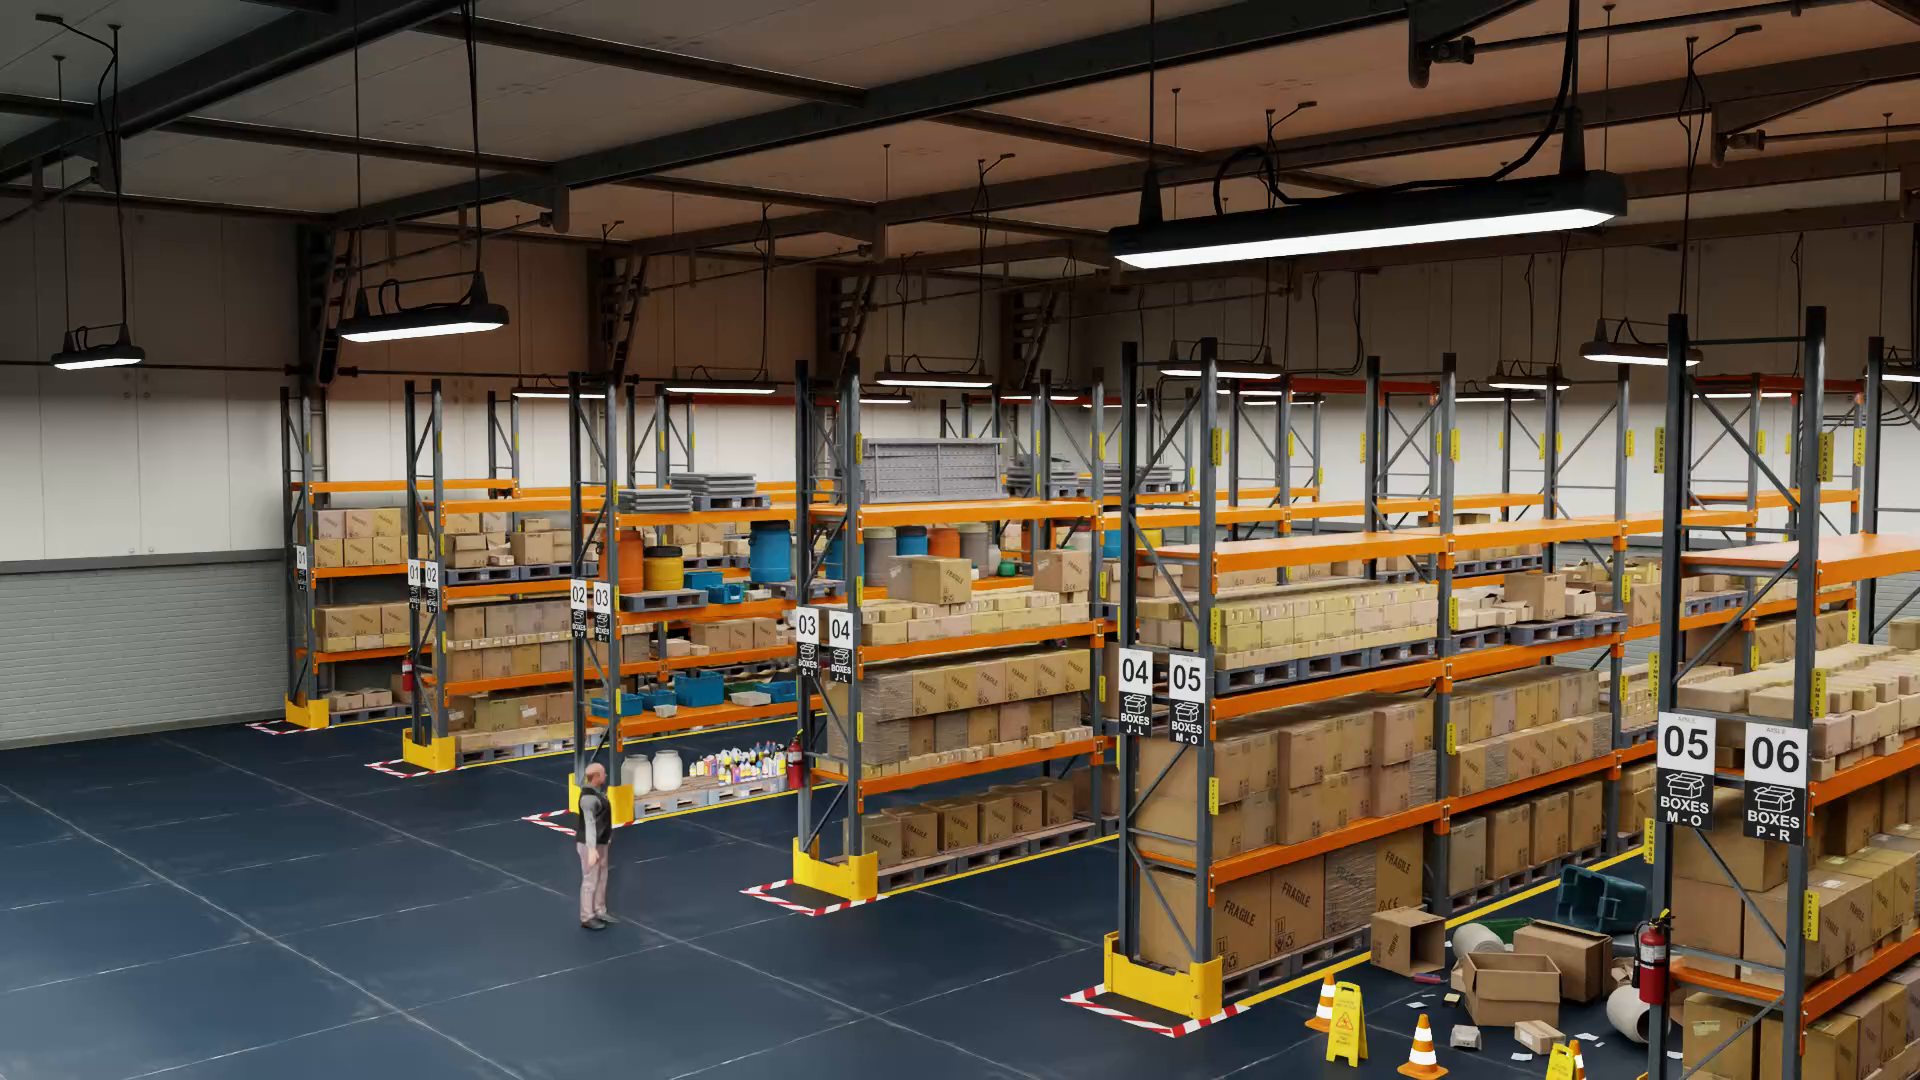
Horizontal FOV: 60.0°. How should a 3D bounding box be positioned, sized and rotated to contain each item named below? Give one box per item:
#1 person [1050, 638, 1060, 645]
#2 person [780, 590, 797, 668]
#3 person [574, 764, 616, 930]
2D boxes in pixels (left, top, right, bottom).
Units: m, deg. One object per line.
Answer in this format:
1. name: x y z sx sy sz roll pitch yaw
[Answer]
1. person: 1.675 2.271 30.901 0.493 1.632 0.406 -2 4 -31
2. person: -3.523 1.937 34.793 0.462 1.784 0.581 1 4 11
3. person: -3.831 3.194 17.380 0.363 1.732 0.561 0 4 4
